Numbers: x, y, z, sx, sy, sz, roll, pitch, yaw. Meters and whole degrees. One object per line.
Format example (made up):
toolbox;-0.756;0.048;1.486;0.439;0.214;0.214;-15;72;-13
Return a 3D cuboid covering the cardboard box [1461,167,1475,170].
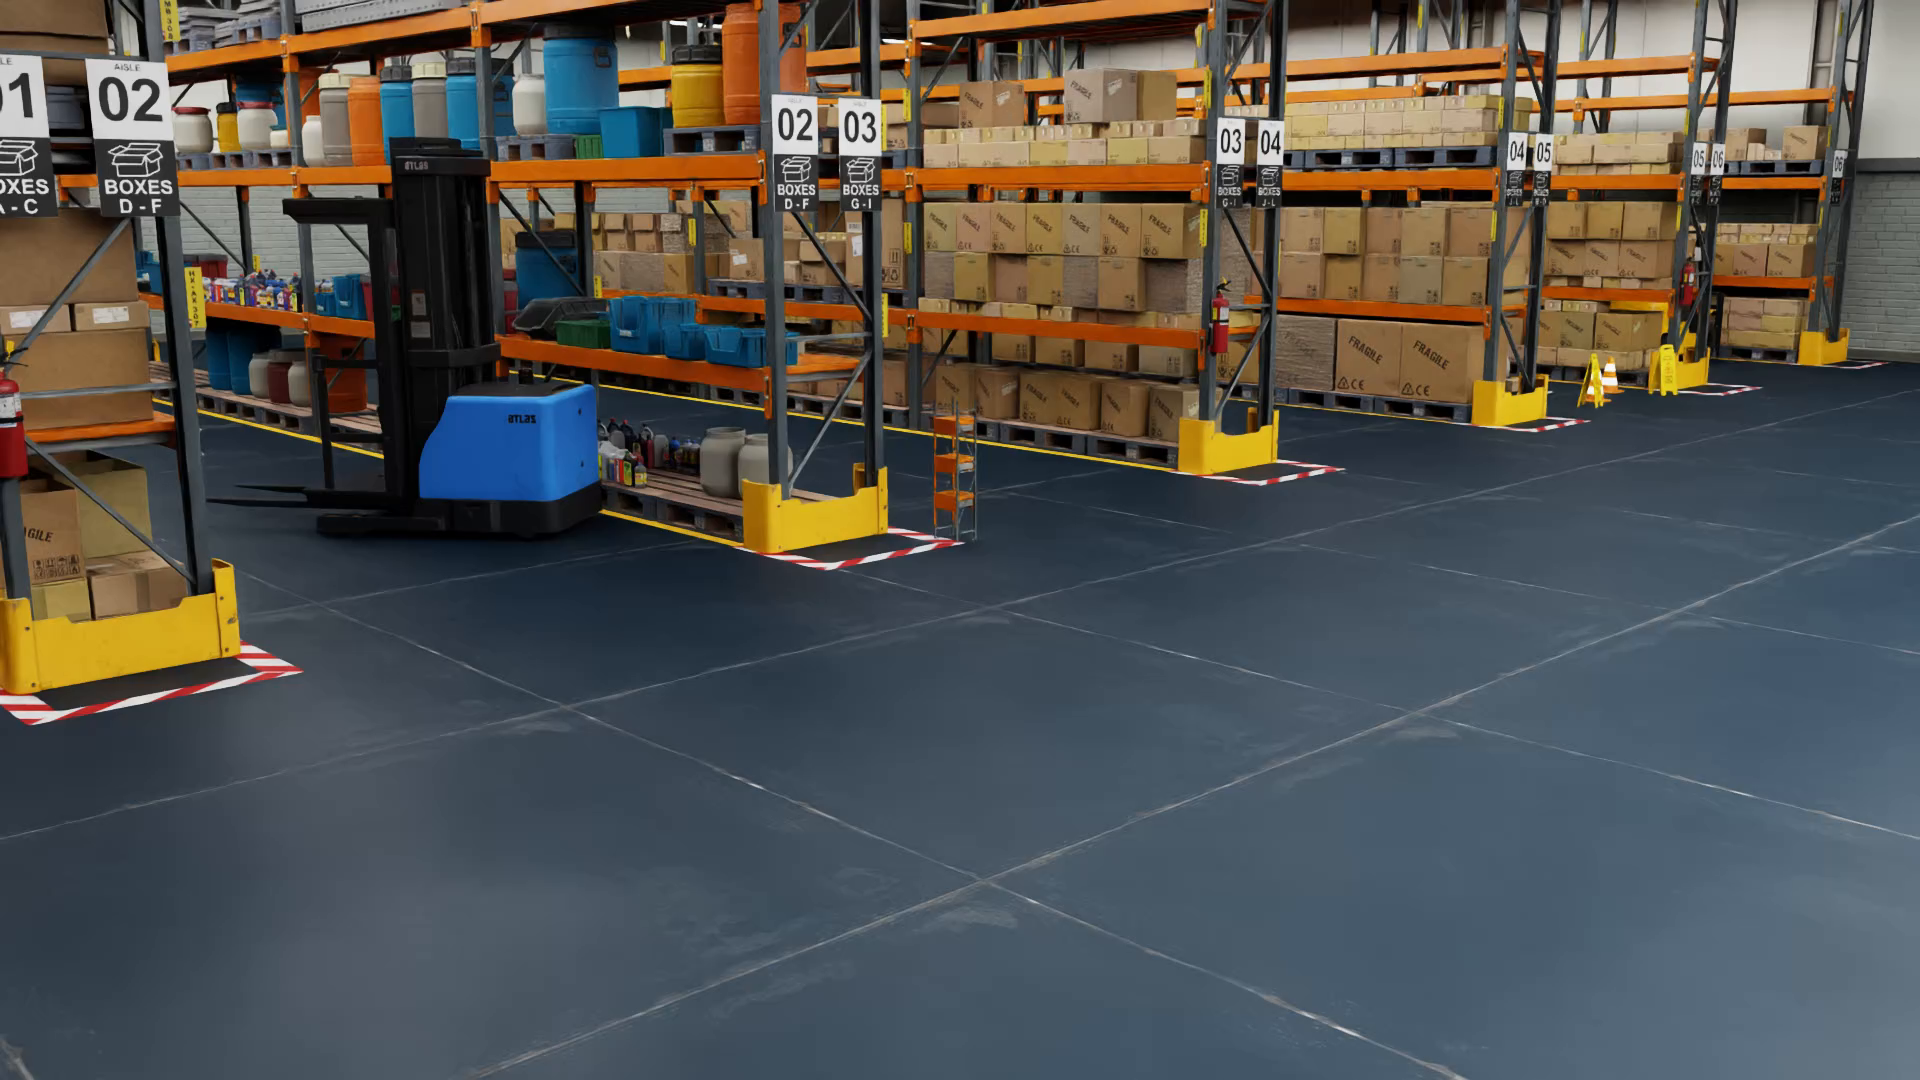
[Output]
cardboard box;7.438;-5.322;24.001;0.380;0.149;0.250;-11;16;-43

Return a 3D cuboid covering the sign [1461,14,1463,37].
sign;7.413;-7.630;24.635;0.100;0.325;0.005;-11;16;-43

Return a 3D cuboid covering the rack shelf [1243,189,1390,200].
rack shelf;6.452;-6.807;32.369;1.077;0.370;4.000;-11;16;-43

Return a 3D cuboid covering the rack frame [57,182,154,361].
rack frame;-12.028;-3.803;23.436;1.000;3.000;0.127;-11;16;-43

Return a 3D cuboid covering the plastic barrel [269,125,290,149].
plastic barrel;-7.350;-4.379;18.099;0.301;0.262;0.301;0;12;0

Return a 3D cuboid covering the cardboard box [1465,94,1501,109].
cardboard box;5.782;-4.828;18.334;0.380;0.149;0.250;-11;16;-42

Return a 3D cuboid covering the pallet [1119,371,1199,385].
pallet;2.911;-2.155;22.346;1.003;0.211;1.213;-11;16;-43

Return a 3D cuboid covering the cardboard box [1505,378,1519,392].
cardboard box;7.405;-2.052;22.005;0.380;0.149;0.250;-3;12;-13

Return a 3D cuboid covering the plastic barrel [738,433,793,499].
plastic barrel;-1.489;-0.540;12.726;0.421;0.512;0.421;0;12;0

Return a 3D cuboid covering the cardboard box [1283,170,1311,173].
cardboard box;5.320;-6.008;26.448;0.797;0.503;0.637;-11;16;-43

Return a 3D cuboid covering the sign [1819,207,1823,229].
sign;12.956;-4.841;25.017;0.100;0.325;0.005;-11;16;-43

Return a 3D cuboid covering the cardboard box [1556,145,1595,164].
cardboard box;8.514;-5.266;22.739;0.500;0.250;0.500;-10;16;-41

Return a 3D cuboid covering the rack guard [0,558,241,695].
rack guard;-4.548;0.450;8.990;1.175;0.500;0.348;-11;16;-43

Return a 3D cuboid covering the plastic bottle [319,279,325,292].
plastic bottle;-7.334;-2.861;19.156;0.061;0.283;0.133;-11;16;-43

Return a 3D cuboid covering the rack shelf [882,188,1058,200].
rack shelf;0.103;-6.699;31.843;1.077;0.370;4.000;-11;16;-43

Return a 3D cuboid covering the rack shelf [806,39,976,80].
rack shelf;-1.540;-5.424;19.210;1.077;0.370;4.000;-11;16;-43

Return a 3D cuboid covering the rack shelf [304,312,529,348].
rack shelf;-5.123;-1.991;16.425;1.077;0.370;4.000;-11;16;-43

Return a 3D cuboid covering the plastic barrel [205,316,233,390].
plastic barrel;-8.903;-2.315;20.375;0.600;0.901;0.708;-11;16;-43

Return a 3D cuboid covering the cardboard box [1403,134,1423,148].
cardboard box;5.260;-4.548;18.952;0.380;0.149;0.250;-11;16;-42

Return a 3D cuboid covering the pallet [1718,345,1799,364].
pallet;12.800;-2.971;26.310;1.003;0.211;1.213;-11;16;-43

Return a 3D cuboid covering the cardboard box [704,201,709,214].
cardboard box;-4.318;-5.679;29.078;0.500;0.500;0.500;-10;15;-41

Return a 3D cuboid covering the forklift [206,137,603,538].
forklift;-4.402;-1.559;12.717;3.031;2.935;1.130;2;12;8

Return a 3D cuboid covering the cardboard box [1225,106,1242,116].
cardboard box;3.503;-5.309;20.671;0.380;0.149;0.250;-11;16;-42

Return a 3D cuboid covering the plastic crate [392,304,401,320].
plastic crate;-5.148;-2.163;16.000;0.450;0.188;0.662;-11;16;-43

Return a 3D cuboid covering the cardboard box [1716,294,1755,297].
cardboard box;12.478;-3.823;26.831;0.500;0.250;0.500;-11;16;-43

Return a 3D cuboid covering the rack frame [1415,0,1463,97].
rack frame;7.008;-7.061;24.383;1.000;3.000;0.127;-11;16;-43

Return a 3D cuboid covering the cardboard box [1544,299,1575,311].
cardboard box;8.375;-3.284;23.223;0.380;0.149;0.250;-10;15;-40

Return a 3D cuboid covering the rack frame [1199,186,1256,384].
rack frame;3.498;-3.418;21.569;1.000;3.000;0.127;-11;16;-43

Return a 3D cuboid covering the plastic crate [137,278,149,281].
plastic crate;-10.686;-3.332;21.654;0.293;0.136;0.466;-11;16;-43

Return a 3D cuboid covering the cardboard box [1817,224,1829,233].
cardboard box;13.281;-4.822;25.792;0.380;0.149;0.250;-11;16;-44

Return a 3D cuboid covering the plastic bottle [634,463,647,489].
plastic bottle;-2.564;-0.520;13.345;0.097;0.201;0.097;0;12;0

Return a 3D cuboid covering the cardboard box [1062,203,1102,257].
cardboard box;1.352;-3.034;16.240;0.500;0.500;0.500;-11;16;-43

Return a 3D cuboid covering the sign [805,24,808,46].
sign;-2.432;-7.947;26.175;0.100;0.325;0.005;-11;16;-43

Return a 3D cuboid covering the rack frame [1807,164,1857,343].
rack frame;13.358;-4.231;25.515;1.000;3.000;0.127;-11;16;-43

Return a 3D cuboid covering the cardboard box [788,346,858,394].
cardboard box;-1.655;-2.061;20.085;0.700;0.500;0.500;-9;15;-38

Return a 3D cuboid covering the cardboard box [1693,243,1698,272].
cardboard box;11.768;-4.539;26.761;0.500;0.500;0.500;-11;16;-42

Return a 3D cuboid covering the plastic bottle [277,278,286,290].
plastic bottle;-7.984;-2.943;19.582;0.097;0.271;0.097;0;12;0

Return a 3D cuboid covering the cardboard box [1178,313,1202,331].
cardboard box;2.257;-2.048;15.540;0.380;0.149;0.250;-11;16;-43

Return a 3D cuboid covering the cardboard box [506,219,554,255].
cardboard box;-6.195;-4.379;24.007;0.500;0.500;0.500;-10;15;-41

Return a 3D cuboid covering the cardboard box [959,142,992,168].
cardboard box;0.335;-3.960;17.135;0.500;0.250;0.500;-11;16;-43

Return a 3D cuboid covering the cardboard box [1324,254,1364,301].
cardboard box;4.884;-3.204;20.157;0.875;0.550;0.500;-11;16;-43

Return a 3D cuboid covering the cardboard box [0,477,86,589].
cardboard box;-5.150;-0.041;9.093;0.500;0.500;0.500;-11;16;-43

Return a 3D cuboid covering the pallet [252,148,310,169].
pallet;-6.961;-4.137;18.094;1.003;0.211;1.213;-11;16;-43

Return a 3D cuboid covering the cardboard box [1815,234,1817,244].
cardboard box;13.311;-4.684;25.856;0.250;0.149;0.380;11;16;44

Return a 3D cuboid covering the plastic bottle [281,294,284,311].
plastic bottle;-7.317;-2.591;18.045;0.097;0.201;0.097;0;12;0

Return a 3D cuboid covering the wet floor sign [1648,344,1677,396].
wet floor sign;9.128;-2.209;21.535;0.267;0.644;0.232;-5;13;-23

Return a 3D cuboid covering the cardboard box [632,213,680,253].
cardboard box;-3.863;-4.070;22.001;0.797;0.503;0.637;-10;16;-41

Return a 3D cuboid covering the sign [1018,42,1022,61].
sign;1.065;-8.690;29.582;0.100;0.325;0.005;-11;16;-43

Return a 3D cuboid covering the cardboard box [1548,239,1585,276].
cardboard box;8.511;-3.922;23.028;0.500;0.500;0.500;-11;16;-43

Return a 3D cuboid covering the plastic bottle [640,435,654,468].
plastic bottle;-2.700;-0.769;14.349;0.061;0.283;0.133;-11;16;-43

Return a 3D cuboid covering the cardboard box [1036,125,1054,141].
cardboard box;0.973;-4.024;16.462;0.380;0.149;0.250;-10;16;-41

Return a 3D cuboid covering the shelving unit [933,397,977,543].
shelving unit;-0.037;-0.522;12.344;0.215;1.050;0.252;-11;16;-43

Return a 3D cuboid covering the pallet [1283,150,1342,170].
pallet;4.055;-4.723;20.689;1.003;0.211;1.213;-11;16;-43

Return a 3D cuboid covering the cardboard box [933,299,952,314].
cardboard box;-0.065;-2.507;17.770;0.380;0.149;0.250;-11;16;-43

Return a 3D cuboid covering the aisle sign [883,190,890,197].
aisle sign;-1.538;-7.117;33.082;0.394;0.787;0.004;-11;16;-43

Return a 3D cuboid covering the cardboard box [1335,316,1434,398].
cardboard box;5.135;-2.217;19.965;0.875;0.875;0.875;-11;16;-43
